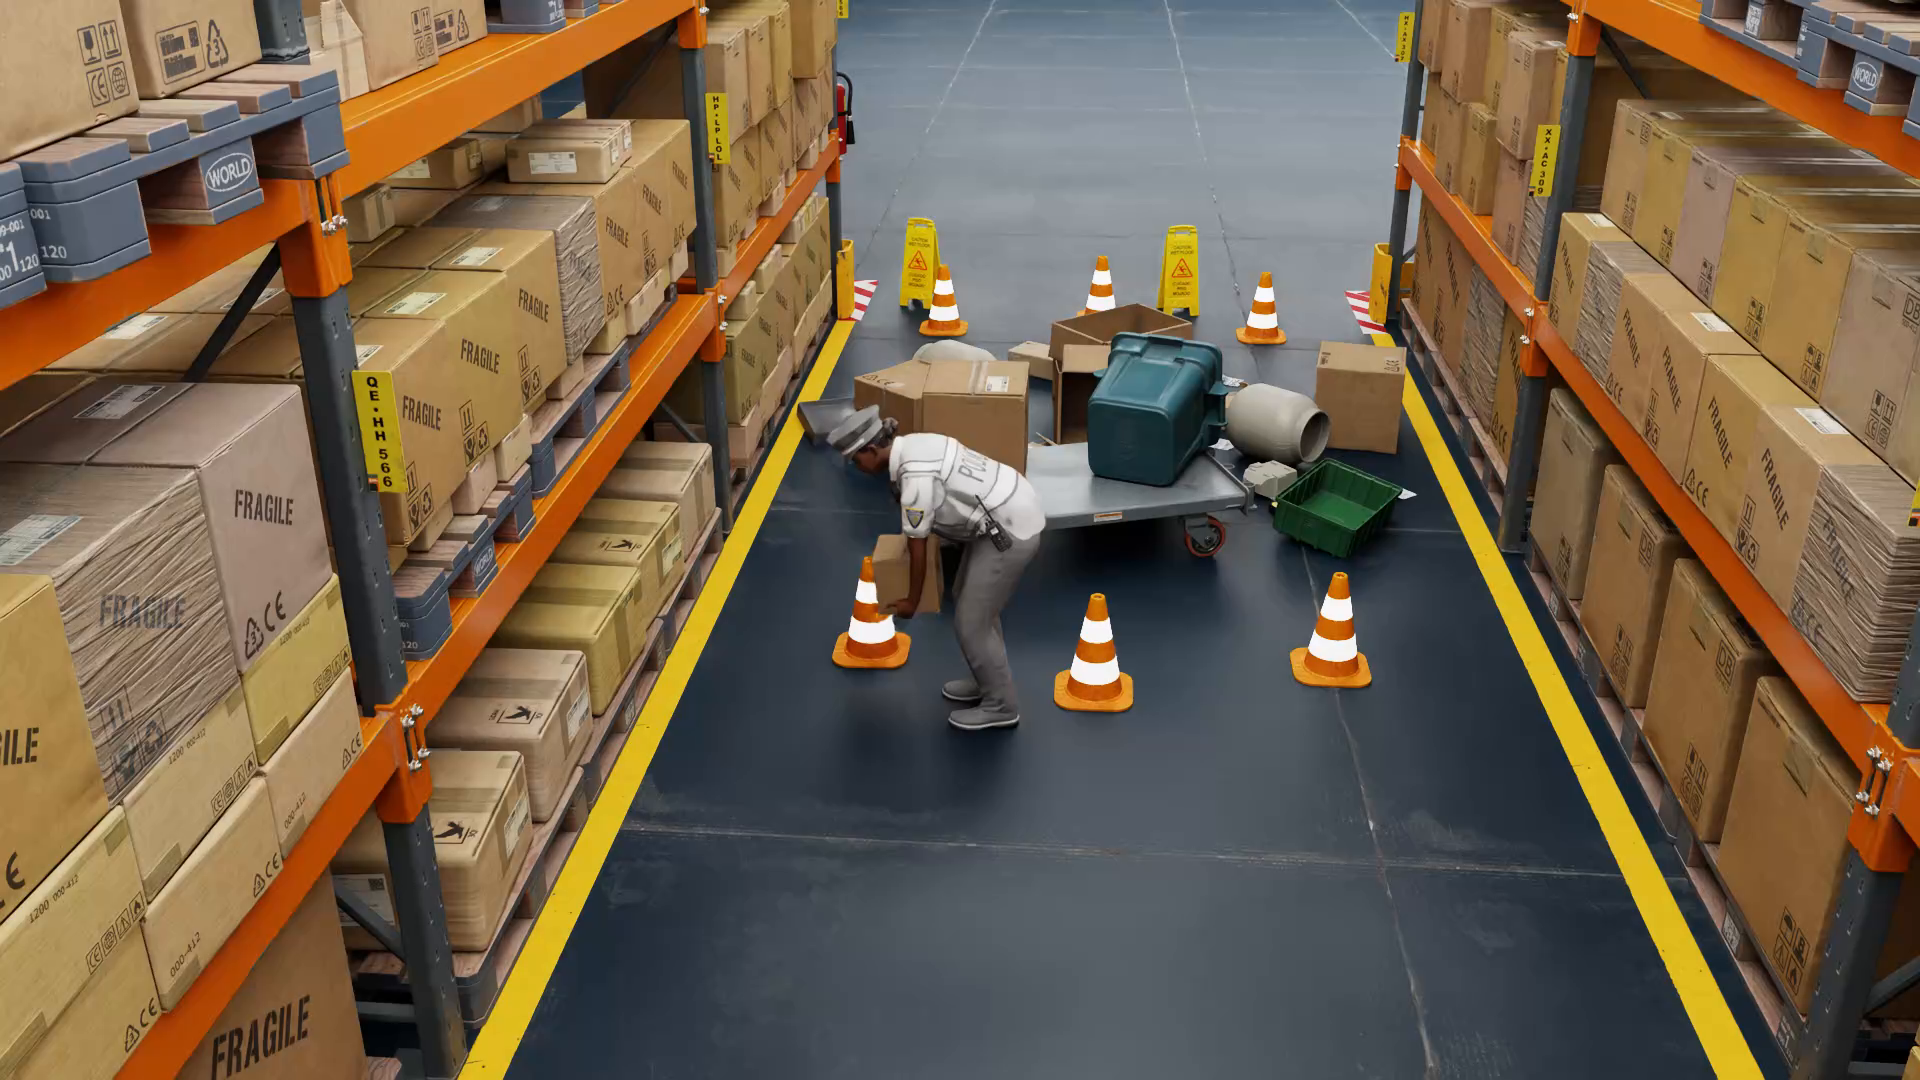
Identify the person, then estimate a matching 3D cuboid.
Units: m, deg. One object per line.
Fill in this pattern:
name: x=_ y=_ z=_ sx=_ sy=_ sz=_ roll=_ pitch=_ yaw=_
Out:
person: x=-0.092 y=0.103 z=6.766 sx=0.873 sy=1.350 sz=0.411 roll=1 pitch=25 yaw=3
